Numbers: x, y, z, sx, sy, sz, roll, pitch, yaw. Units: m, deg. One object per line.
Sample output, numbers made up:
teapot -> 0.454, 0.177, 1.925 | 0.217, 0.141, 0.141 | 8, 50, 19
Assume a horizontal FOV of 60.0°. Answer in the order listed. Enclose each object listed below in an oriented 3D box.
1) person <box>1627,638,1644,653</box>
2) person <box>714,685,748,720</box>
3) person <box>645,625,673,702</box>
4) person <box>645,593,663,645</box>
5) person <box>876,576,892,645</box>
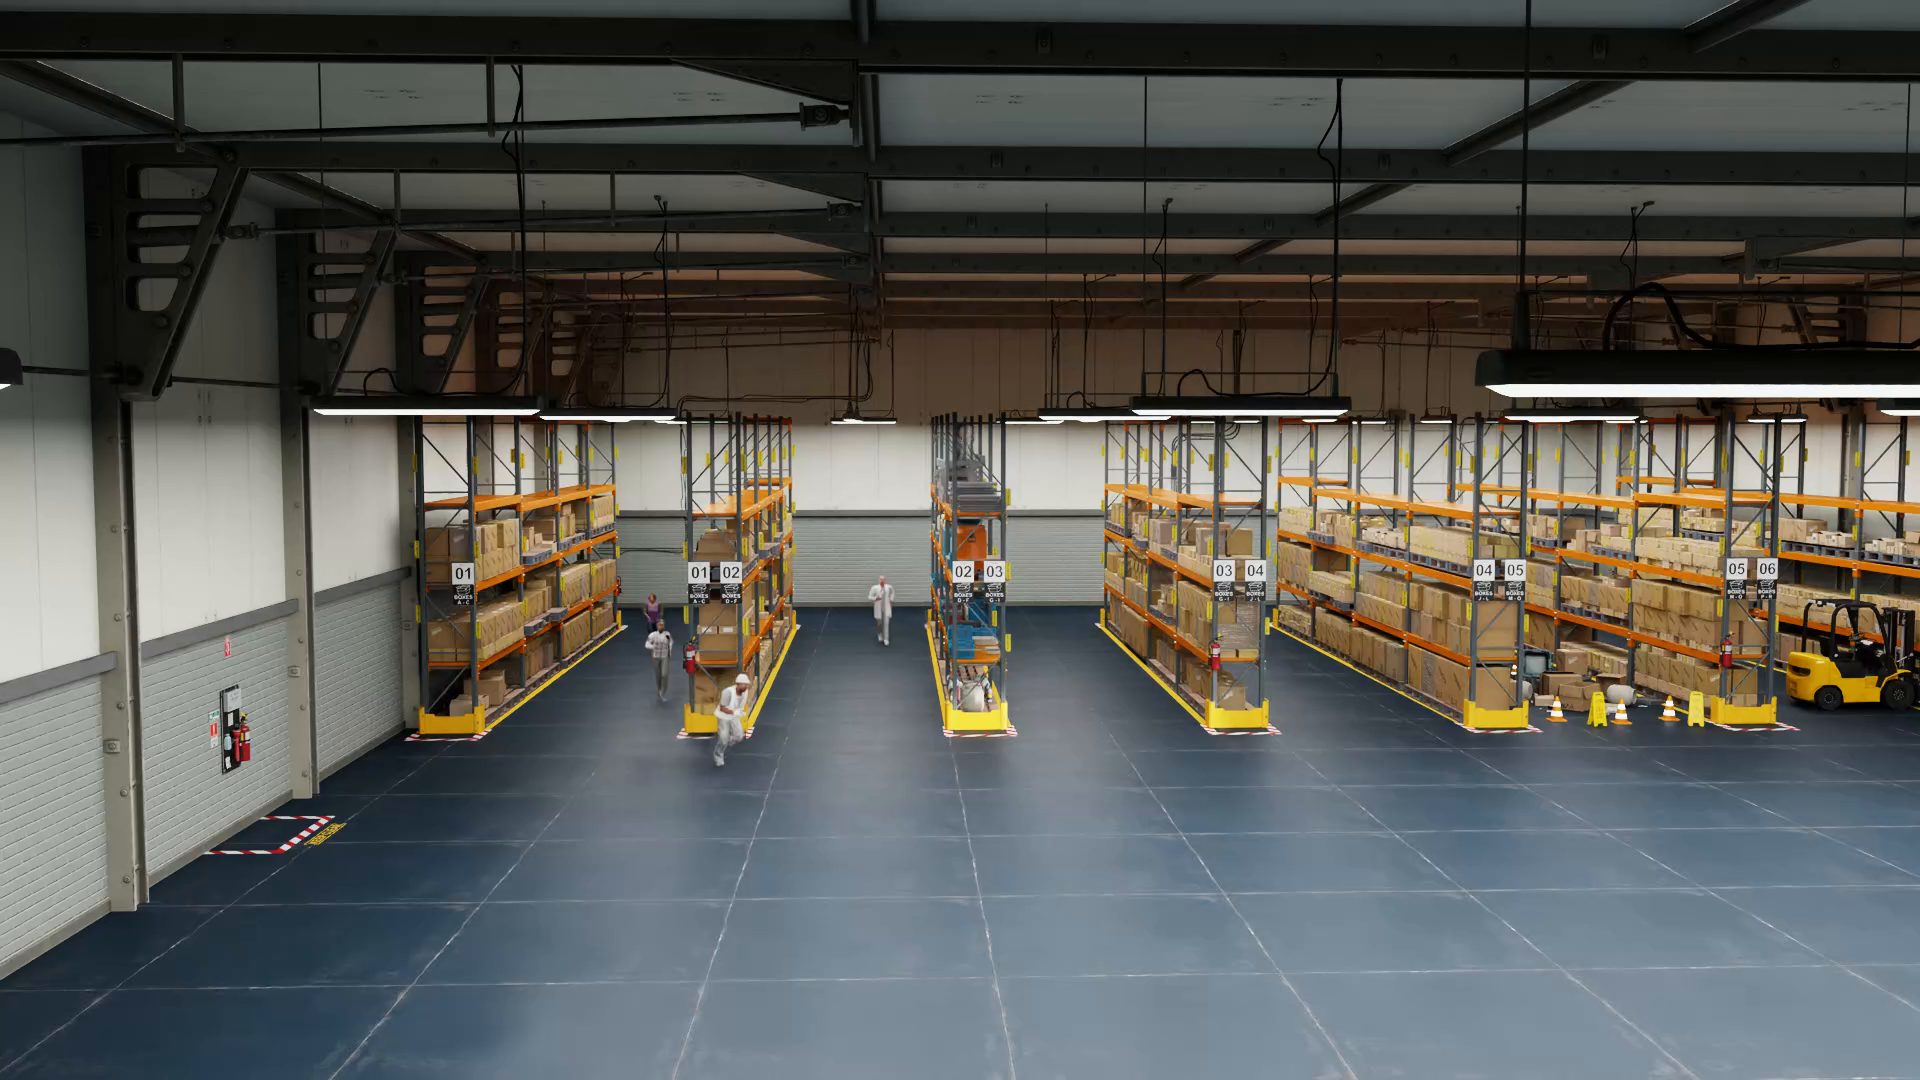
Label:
person -> 16.479, 2.073, 40.411 | 0.708, 1.664, 0.740 | -1, 4, -11
person -> -3.853, 2.722, 28.009 | 0.512, 0.619, 0.675 | 3, 5, 38
person -> -6.310, 2.529, 34.907 | 0.583, 1.705, 0.802 | -1, 4, -12
person -> -7.776, 2.099, 42.205 | 0.473, 1.539, 0.688 | 0, 4, -3
person -> -2.053, 1.823, 43.808 | 0.674, 1.771, 1.034 | -1, 4, -9
